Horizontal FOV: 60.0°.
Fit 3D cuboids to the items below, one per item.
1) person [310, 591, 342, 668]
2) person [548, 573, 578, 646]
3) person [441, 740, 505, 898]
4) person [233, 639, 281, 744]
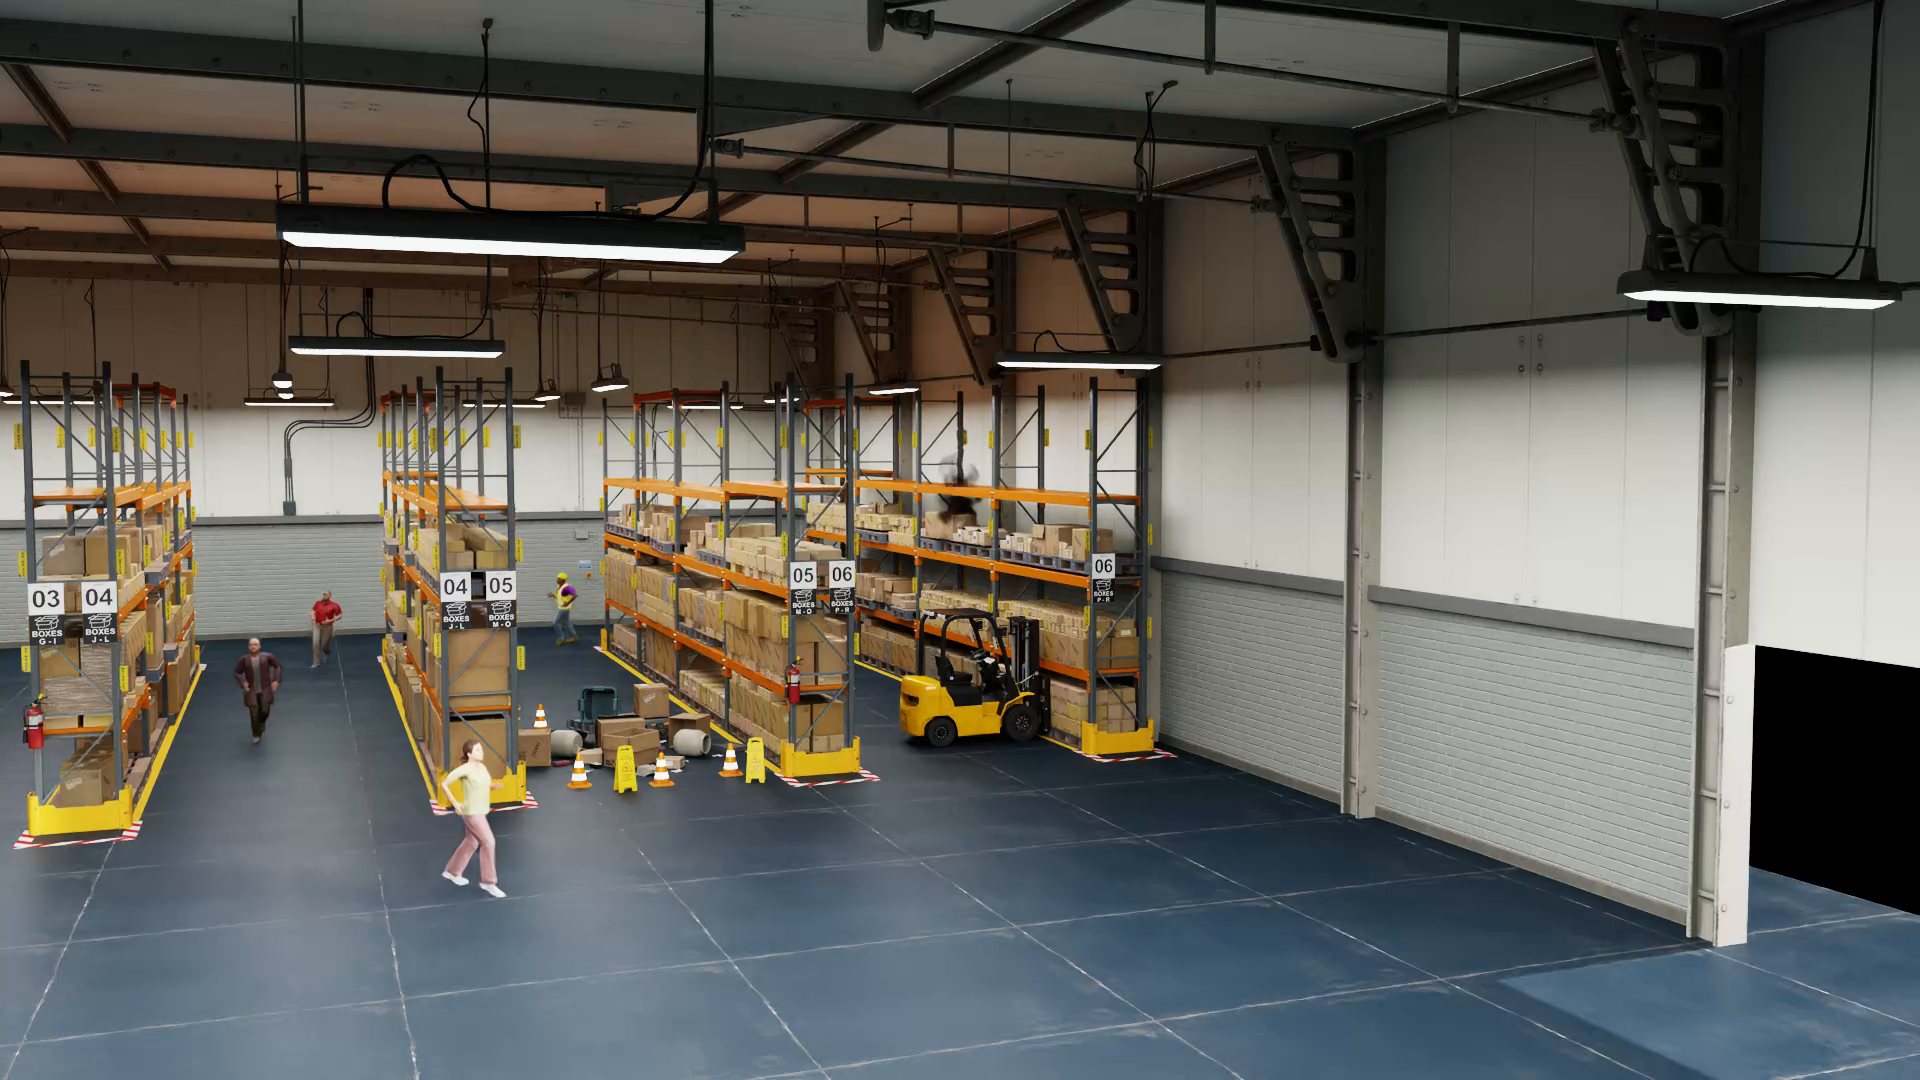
[{"bbox_3d":[-14.050,1.969,36.836,0.706,1.708,0.759,0,3,0],"label":"person"},{"bbox_3d":[-9.643,1.705,40.466,0.732,1.823,0.695,-1,4,-22],"label":"person"},{"bbox_3d":[-5.369,3.052,18.339,0.809,1.718,0.551,1,4,11],"label":"person"},{"bbox_3d":[-11.579,2.488,27.420,0.728,1.737,0.704,-1,4,-21],"label":"person"}]
